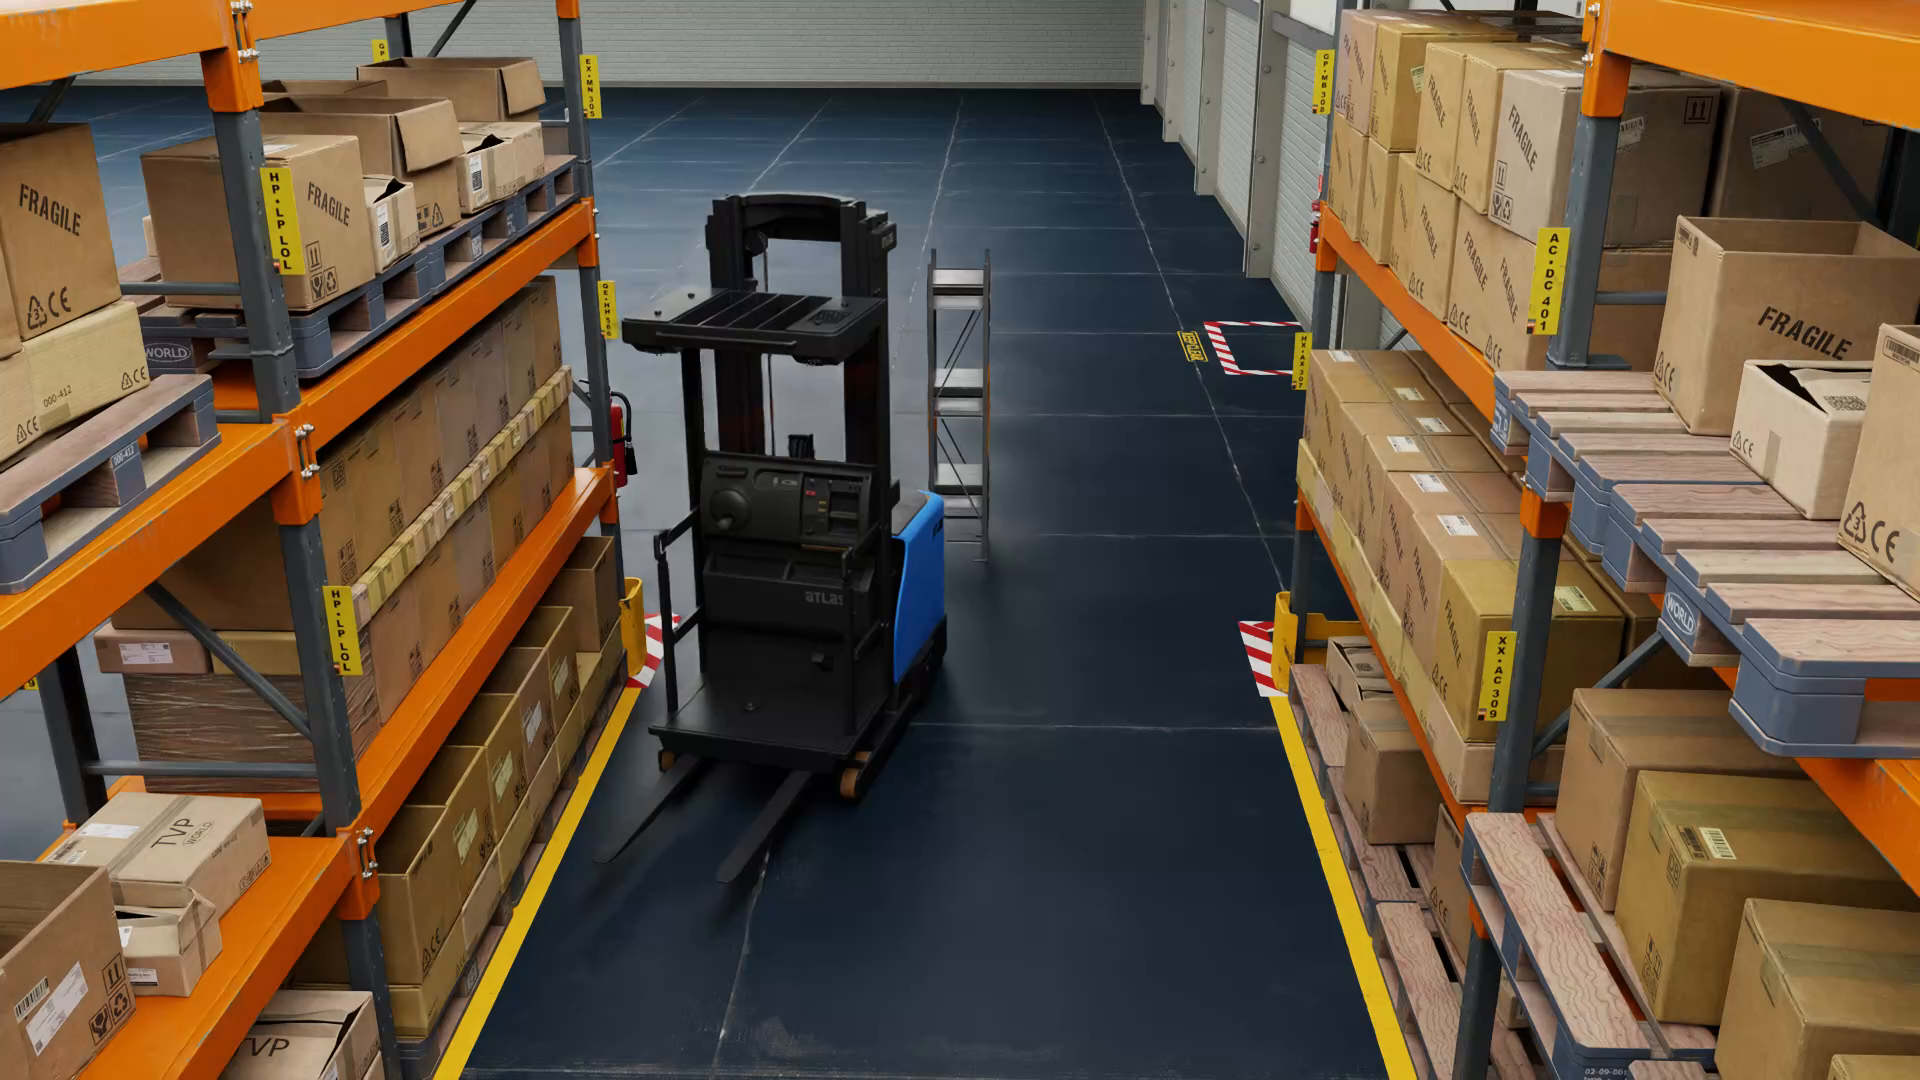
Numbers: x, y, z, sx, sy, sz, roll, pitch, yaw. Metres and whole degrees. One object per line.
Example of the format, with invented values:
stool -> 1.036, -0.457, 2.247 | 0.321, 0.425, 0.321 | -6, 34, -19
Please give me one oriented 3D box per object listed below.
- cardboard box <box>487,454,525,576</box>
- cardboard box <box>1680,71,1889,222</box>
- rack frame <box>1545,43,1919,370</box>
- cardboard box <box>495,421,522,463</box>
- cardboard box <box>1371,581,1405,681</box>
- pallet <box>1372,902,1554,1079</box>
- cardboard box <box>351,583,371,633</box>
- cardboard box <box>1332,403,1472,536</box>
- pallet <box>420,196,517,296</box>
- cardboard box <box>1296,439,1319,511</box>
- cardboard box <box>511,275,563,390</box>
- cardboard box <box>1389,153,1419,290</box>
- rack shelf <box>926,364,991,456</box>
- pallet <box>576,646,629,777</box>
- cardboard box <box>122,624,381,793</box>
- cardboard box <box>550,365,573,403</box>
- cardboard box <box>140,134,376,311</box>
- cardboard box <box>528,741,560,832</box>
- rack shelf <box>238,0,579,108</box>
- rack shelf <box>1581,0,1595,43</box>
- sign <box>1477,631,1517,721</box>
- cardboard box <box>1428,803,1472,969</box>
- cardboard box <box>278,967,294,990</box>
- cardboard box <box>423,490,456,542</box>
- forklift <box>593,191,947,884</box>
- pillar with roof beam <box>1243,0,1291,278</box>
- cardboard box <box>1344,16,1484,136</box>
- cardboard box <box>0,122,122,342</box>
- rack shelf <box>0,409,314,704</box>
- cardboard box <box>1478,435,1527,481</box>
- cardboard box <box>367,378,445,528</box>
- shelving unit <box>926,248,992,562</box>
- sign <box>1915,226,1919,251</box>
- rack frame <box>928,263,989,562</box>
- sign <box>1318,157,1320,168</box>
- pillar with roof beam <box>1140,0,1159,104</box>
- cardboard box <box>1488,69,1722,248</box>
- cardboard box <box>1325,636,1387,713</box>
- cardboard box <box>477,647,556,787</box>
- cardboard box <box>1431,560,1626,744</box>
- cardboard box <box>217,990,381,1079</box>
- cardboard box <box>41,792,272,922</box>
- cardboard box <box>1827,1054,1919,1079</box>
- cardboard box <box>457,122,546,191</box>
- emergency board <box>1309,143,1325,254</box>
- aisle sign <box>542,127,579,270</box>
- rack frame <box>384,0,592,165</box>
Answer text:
cardboard box -> -2.562, -0.148, 8.125 | 0.700, 0.500, 0.500 | 1, 21, 2
cardboard box -> 2.628, -1.234, 5.369 | 0.500, 0.500, 0.500 | 1, 21, 3
rack frame -> 2.327, -1.937, 4.580 | 1.000, 3.000, 0.127 | 1, 21, 2
cardboard box -> -2.356, -0.475, 8.072 | 0.380, 0.149, 0.250 | 1, 21, 3
cardboard box -> 2.062, 0.384, 7.072 | 0.500, 0.250, 0.500 | 1, 21, 1
pallet -> 2.312, 1.917, 6.797 | 1.003, 0.211, 1.213 | 1, 21, 2
cardboard box -> -2.415, 0.272, 6.146 | 0.380, 0.149, 0.250 | 1, 21, 2
cardboard box -> 2.087, -0.340, 7.903 | 0.500, 0.500, 0.500 | 0, 21, 0
pallet -> -2.584, -1.299, 7.205 | 1.003, 0.211, 1.213 | 1, 21, 2
cardboard box -> 2.117, -0.353, 8.971 | 0.500, 0.250, 0.500 | 0, 21, 0
cardboard box -> -2.531, -1.103, 8.793 | 0.700, 0.500, 0.500 | 1, 21, 2
cardboard box -> 2.130, -1.347, 7.041 | 0.500, 0.500, 0.500 | 2, 21, 5
rack shelf -> -0.005, -0.906, 11.500 | 0.431, 0.518, 0.480 | 1, 21, 2
pallet -> -2.484, 0.938, 9.320 | 1.003, 0.211, 1.213 | 1, 21, 2
cardboard box -> -2.617, 0.600, 6.198 | 0.700, 0.500, 0.500 | 0, 21, 0
cardboard box -> -2.324, -0.848, 9.033 | 0.380, 0.149, 0.250 | 0, 21, 1
cardboard box -> -2.346, -1.078, 5.602 | 0.500, 0.500, 0.500 | 2, 21, 6
cardboard box -> -2.257, 1.187, 8.045 | 0.500, 0.250, 0.500 | 1, 21, 2
rack shelf -> -2.564, -2.191, 6.783 | 1.077, 0.370, 4.000 | 1, 21, 2
rack shelf -> 2.388, -2.323, 6.575 | 1.077, 0.370, 4.000 | 1, 21, 2
sign -> 1.785, 0.453, 5.517 | 0.100, 0.325, 0.005 | 1, 21, 2
cardboard box -> 2.319, 1.445, 7.006 | 0.500, 0.500, 0.500 | -1, 21, -2
cardboard box -> -2.829, 1.723, 6.662 | 0.500, 0.250, 0.500 | 1, 21, 2
cardboard box -> -2.388, -0.103, 7.113 | 0.380, 0.149, 0.250 | 0, 21, 0
forklift -> -0.962, -0.182, 8.445 | 1.130, 2.935, 3.031 | 6, 22, 14
pillar with roof beam -> -0.646, -7.506, 18.935 | 9.100, 9.000, 0.400 | 1, 21, 2
cardboard box -> 2.129, -2.189, 7.829 | 0.500, 0.500, 0.500 | 0, 21, 1
cardboard box -> -2.683, -0.844, 4.502 | 0.500, 0.500, 0.500 | 1, 21, 2
rack shelf -> -2.685, 0.467, 3.526 | 1.077, 0.370, 4.000 | 1, 21, 2
cardboard box -> 2.595, -0.151, 7.415 | 0.500, 0.500, 0.500 | 1, 21, 2
cardboard box -> -2.587, -0.369, 6.901 | 0.700, 0.500, 0.500 | 1, 21, 2
shelving unit -> -0.005, -0.919, 11.495 | 0.431, 2.100, 0.503 | 1, 21, 2
sign -> 2.882, -0.958, 4.946 | 0.100, 0.325, 0.005 | 1, 21, 2
rack frame -> -0.012, -0.831, 11.267 | 0.400, 2.100, 0.015 | 1, 21, 2
sign -> 3.699, -3.847, 17.015 | 0.001, 0.109, 0.331 | 1, 21, 2
pillar with roof beam -> -0.098, -14.015, 35.708 | 9.100, 9.000, 0.400 | 1, 21, 2
cardboard box -> 2.071, -1.244, 5.395 | 0.500, 0.500, 0.500 | -1, 21, -3
cardboard box -> 2.338, 0.712, 9.157 | 0.500, 0.311, 0.500 | -2, 21, -4
cardboard box -> -2.254, 0.837, 7.909 | 0.500, 0.500, 0.500 | 1, 21, 2
cardboard box -> 2.032, 0.397, 6.002 | 0.500, 0.500, 0.500 | 1, 21, 1
cardboard box -> -2.350, 1.781, 5.737 | 0.500, 0.311, 0.500 | 1, 21, 2
cardboard box -> -2.596, 1.055, 5.369 | 0.500, 0.250, 0.500 | 2, 21, 5
cardboard box -> 2.225, 1.434, 3.440 | 0.700, 0.500, 0.500 | 1, 21, 2
cardboard box -> -2.274, -1.810, 7.832 | 0.500, 0.250, 0.500 | 1, 21, 2
emergency board -> 3.588, -3.386, 16.609 | 0.194, 1.169, 0.643 | 1, 21, 2
aisle sign -> -2.207, -1.872, 9.112 | 0.394, 0.787, 0.004 | 1, 21, 2
rack frame -> -2.503, -3.436, 8.445 | 1.000, 3.000, 0.127 | 1, 21, 2
